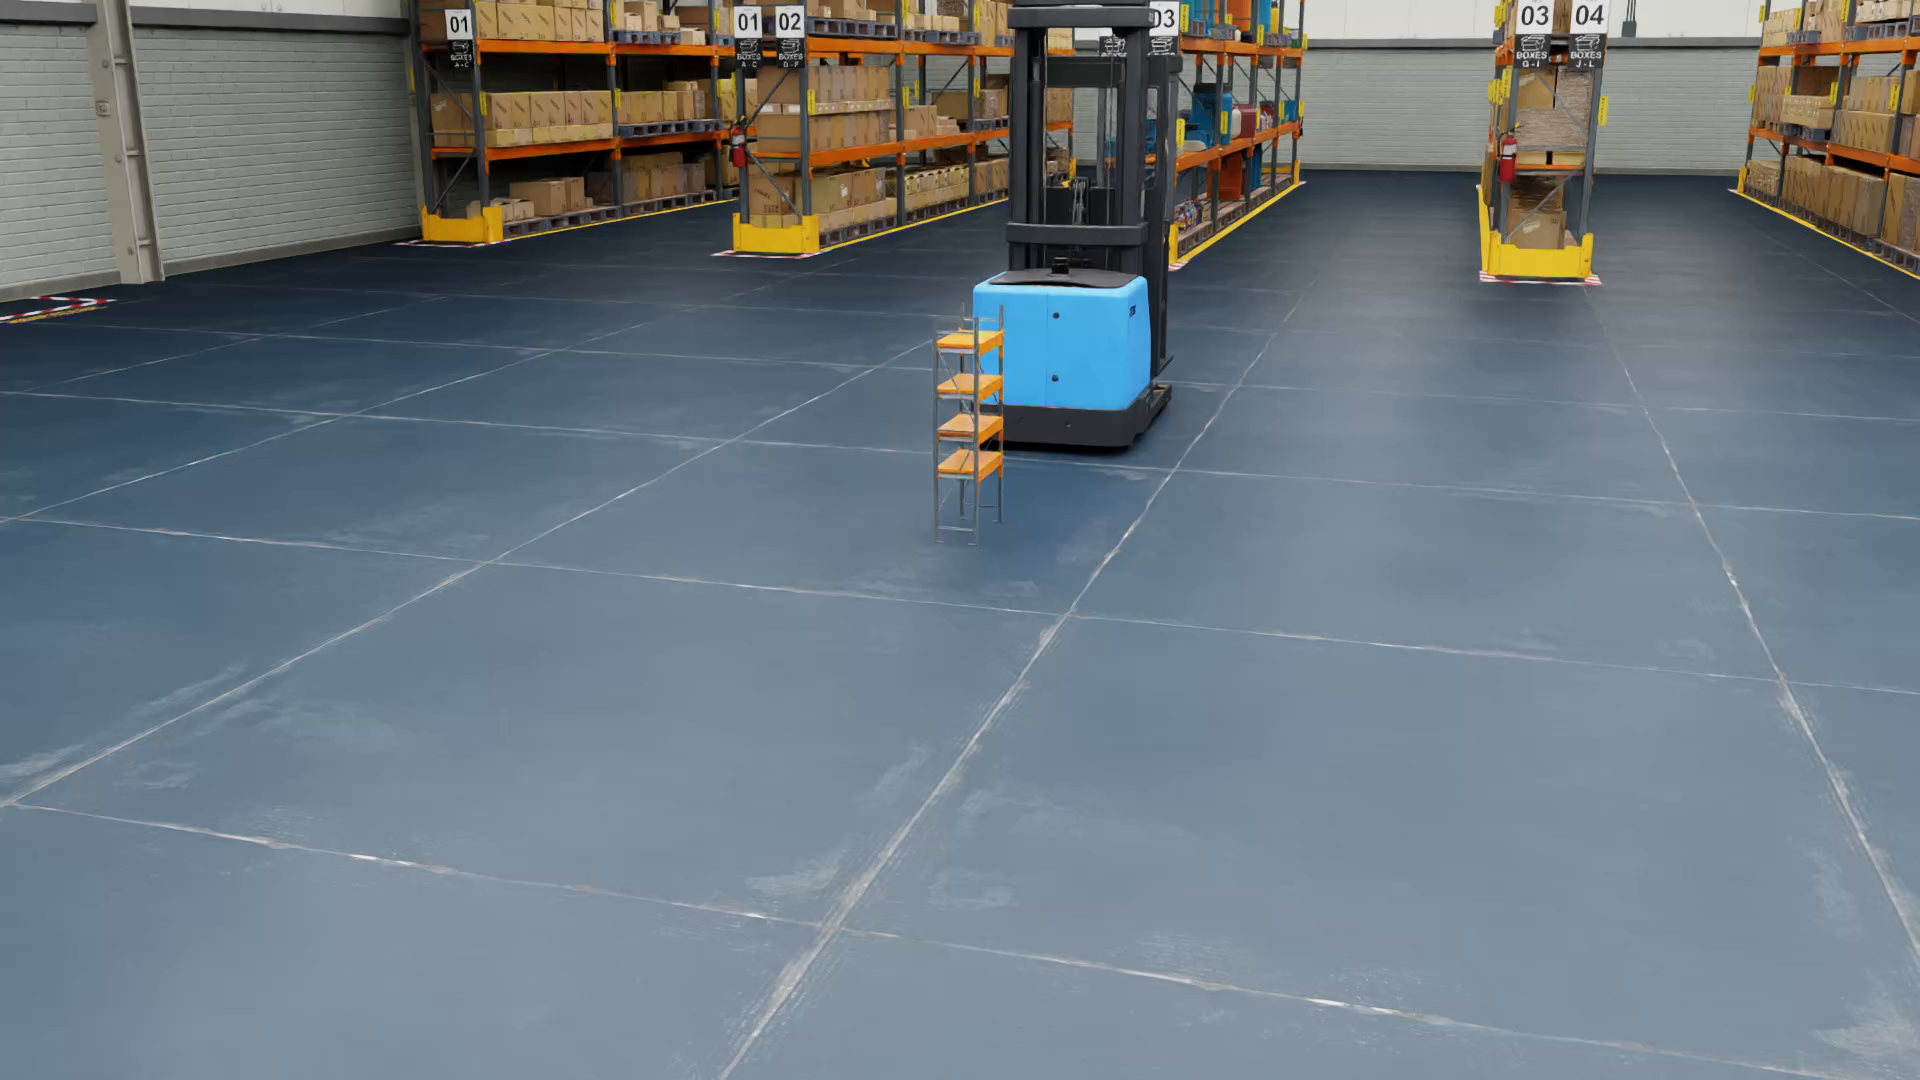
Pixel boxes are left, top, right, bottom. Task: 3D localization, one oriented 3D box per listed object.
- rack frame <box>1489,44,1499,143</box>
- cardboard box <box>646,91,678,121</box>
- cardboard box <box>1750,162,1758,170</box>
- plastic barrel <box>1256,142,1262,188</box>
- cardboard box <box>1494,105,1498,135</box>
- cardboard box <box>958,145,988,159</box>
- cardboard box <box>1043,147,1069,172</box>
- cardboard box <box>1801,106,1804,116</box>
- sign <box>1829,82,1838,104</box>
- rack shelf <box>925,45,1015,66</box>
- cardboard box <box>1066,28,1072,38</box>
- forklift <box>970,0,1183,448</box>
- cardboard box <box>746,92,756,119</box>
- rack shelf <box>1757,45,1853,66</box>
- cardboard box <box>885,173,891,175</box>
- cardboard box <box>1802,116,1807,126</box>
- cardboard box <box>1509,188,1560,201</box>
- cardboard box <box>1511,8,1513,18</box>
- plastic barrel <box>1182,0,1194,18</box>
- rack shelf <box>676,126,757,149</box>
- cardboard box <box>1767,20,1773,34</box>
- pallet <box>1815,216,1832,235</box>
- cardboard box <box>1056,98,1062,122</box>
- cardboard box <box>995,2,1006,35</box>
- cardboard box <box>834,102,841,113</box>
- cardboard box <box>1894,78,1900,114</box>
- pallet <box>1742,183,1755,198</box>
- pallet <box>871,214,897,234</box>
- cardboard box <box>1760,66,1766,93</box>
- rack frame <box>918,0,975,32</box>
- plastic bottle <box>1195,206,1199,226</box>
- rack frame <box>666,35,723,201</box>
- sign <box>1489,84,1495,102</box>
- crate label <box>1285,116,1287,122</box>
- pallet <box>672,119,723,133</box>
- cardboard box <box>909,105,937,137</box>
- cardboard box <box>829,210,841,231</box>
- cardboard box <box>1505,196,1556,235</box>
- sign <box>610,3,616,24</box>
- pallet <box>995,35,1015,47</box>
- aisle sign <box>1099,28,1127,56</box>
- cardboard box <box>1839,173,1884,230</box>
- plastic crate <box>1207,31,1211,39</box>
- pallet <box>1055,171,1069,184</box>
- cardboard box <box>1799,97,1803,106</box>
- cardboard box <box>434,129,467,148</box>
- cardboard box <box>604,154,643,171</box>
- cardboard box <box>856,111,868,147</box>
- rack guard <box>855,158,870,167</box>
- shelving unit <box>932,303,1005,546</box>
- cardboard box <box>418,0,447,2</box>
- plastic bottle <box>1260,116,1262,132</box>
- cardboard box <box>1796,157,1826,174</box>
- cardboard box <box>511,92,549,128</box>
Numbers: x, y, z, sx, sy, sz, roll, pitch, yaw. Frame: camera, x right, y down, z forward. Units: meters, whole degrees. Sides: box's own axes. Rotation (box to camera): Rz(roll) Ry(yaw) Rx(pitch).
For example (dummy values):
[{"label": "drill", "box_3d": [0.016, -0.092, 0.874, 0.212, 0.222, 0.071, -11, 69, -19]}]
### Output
[{"label": "rack frame", "box_3d": [11.533, -8.828, 34.458, 1.000, 3.000, 0.127, 5, 16, 16]}, {"label": "cardboard box", "box_3d": [-5.444, -7.696, 29.476, 0.700, 0.500, 0.500, 5, 16, 16]}, {"label": "cardboard box", "box_3d": [15.628, -7.286, 32.384, 0.380, 0.149, 0.250, 5, 16, 16]}, {"label": "plastic barrel", "box_3d": [5.477, -7.218, 31.854, 0.600, 0.901, 0.708, 5, 16, 16]}, {"label": "cardboard box", "box_3d": [9.454, -7.198, 28.526, 0.500, 0.500, 0.500, 4, 16, 14]}, {"label": "cardboard box", "box_3d": [0.244, -7.552, 32.357, 0.500, 0.250, 0.500, 5, 16, 16]}, {"label": "cardboard box", "box_3d": [2.118, -8.445, 36.882, 0.500, 0.500, 0.500, 5, 16, 16]}, {"label": "cardboard box", "box_3d": [14.055, -7.051, 27.337, 0.380, 0.149, 0.250, 5, 17, 17]}, {"label": "sign", "box_3d": [13.464, -6.883, 25.622, 0.100, 0.325, 0.005, 5, 16, 16]}, {"label": "rack shelf", "box_3d": [0.331, -9.125, 31.324, 1.077, 0.370, 4.000, 5, 16, 16]}, {"label": "cardboard box", "box_3d": [2.135, -11.055, 36.169, 0.500, 0.250, 0.500, 5, 16, 16]}, {"label": "forklift", "box_3d": [0.945, -2.367, 11.802, 1.130, 2.935, 3.031, 4, 16, 15]}, {"label": "cardboard box", "box_3d": [-4.304, -8.462, 32.401, 0.500, 0.500, 0.500, 5, 16, 16]}, {"label": "rack shelf", "box_3d": [15.692, -8.991, 30.853, 1.077, 0.370, 4.000, 5, 16, 16]}, {"label": "cardboard box", "box_3d": [-1.392, -5.872, 27.276, 0.500, 0.311, 0.500, 5, 17, 17]}, {"label": "cardboard box", "box_3d": [13.980, -6.838, 27.131, 0.380, 0.149, 0.250, 4, 16, 13]}, {"label": "cardboard box", "box_3d": [8.318, -4.857, 24.231, 0.700, 0.500, 0.500, 3, 16, 12]}, {"label": "cardboard box", "box_3d": [7.735, -7.191, 22.731, 0.380, 0.149, 0.250, 4, 16, 14]}, {"label": "plastic barrel", "box_3d": [2.989, -7.707, 23.320, 0.600, 0.901, 0.708, 5, 16, 16]}, {"label": "rack shelf", "box_3d": [-4.419, -8.065, 33.085, 1.077, 0.370, 4.000, 5, 16, 16]}, {"label": "cardboard box", "box_3d": [15.739, -9.797, 31.736, 0.500, 0.250, 0.500, 4, 16, 15]}, {"label": "pallet", "box_3d": [13.690, -4.782, 25.304, 1.003, 0.211, 1.213, 5, 16, 16]}, {"label": "cardboard box", "box_3d": [1.879, -9.241, 35.730, 0.500, 0.500, 0.500, 5, 17, 16]}, {"label": "cardboard box", "box_3d": [0.518, -9.990, 31.919, 0.600, 0.600, 0.600, 4, 16, 15]}, {"label": "cardboard box", "box_3d": [-1.901, -6.128, 23.565, 0.380, 0.149, 0.250, 4, 16, 14]}, {"label": "cardboard box", "box_3d": [12.985, -5.937, 22.250, 0.700, 0.500, 0.500, 4, 16, 15]}, {"label": "pallet", "box_3d": [15.974, -6.846, 32.579, 1.003, 0.211, 1.213, 5, 16, 16]}, {"label": "pallet", "box_3d": [-1.640, -4.912, 25.760, 1.003, 0.211, 1.213, 5, 16, 16]}, {"label": "cardboard box", "box_3d": [15.741, -8.860, 32.009, 0.500, 0.500, 0.500, 5, 17, 17]}, {"label": "rack frame", "box_3d": [-0.237, -10.391, 28.972, 1.000, 3.000, 0.127, 5, 16, 16]}, {"label": "plastic bottle", "box_3d": [3.407, -4.691, 24.043, 0.061, 0.283, 0.133, 6, 17, 20]}, {"label": "rack frame", "box_3d": [-4.988, -7.888, 31.142, 1.000, 3.000, 0.127, 5, 16, 16]}, {"label": "sign", "box_3d": [9.864, -8.279, 30.790, 0.100, 0.325, 0.005, 5, 16, 16]}, {"label": "crate label", "box_3d": [6.574, -8.738, 34.511, 0.396, 0.136, 0.243, 5, 16, 16]}, {"label": "pallet", "box_3d": [-5.088, -7.601, 30.481, 1.213, 0.211, 1.003, 5, 16, 16]}, {"label": "cardboard box", "box_3d": [-0.698, -7.112, 28.225, 0.500, 0.500, 0.500, 4, 16, 13]}, {"label": "cardboard box", "box_3d": [-2.006, -4.545, 23.626, 0.500, 0.250, 0.500, 5, 16, 16]}, {"label": "cardboard box", "box_3d": [7.815, -4.436, 22.785, 0.500, 0.500, 0.500, 11, 19, 33]}, {"label": "sign", "box_3d": [-5.602, -8.493, 26.831, 0.100, 0.325, 0.005, 5, 16, 16]}, {"label": "pallet", "box_3d": [0.355, -9.467, 31.557, 1.213, 0.211, 1.003, 5, 16, 16]}, {"label": "aisle sign", "box_3d": [1.932, -6.281, 20.714, 0.394, 0.787, 0.004, 5, 16, 16]}, {"label": "cardboard box", "box_3d": [13.218, -4.819, 23.676, 1.050, 0.750, 0.750, 5, 16, 16]}, {"label": "plastic crate", "box_3d": [3.306, -6.938, 22.779, 0.243, 0.136, 0.396, 5, 16, 16]}, {"label": "pallet", "box_3d": [1.789, -8.027, 36.745, 1.003, 0.211, 1.213, 5, 16, 16]}, {"label": "cardboard box", "box_3d": [14.131, -7.262, 27.535, 0.380, 0.149, 0.250, 5, 17, 18]}, {"label": "cardboard box", "box_3d": [-7.314, -5.870, 24.264, 0.500, 0.250, 0.500, 5, 17, 17]}, {"label": "cardboard box", "box_3d": [-5.809, -6.520, 28.721, 0.500, 0.250, 0.500, 4, 16, 15]}, {"label": "cardboard box", "box_3d": [-1.784, -6.120, 24.727, 0.700, 0.500, 0.500, 5, 17, 17]}, {"label": "rack guard", "box_3d": [-2.707, -8.784, 38.884, 1.175, 0.500, 0.348, 5, 16, 16]}, {"label": "shelving unit", "box_3d": [0.047, -0.621, 8.818, 0.258, 1.200, 0.503, 5, 16, 16]}, {"label": "cardboard box", "box_3d": [-7.389, -7.910, 23.670, 0.500, 0.500, 0.500, 5, 17, 18]}, {"label": "plastic bottle", "box_3d": [5.472, -7.594, 30.320, 0.061, 0.283, 0.133, 5, 16, 16]}, {"label": "cardboard box", "box_3d": [14.362, -6.286, 27.930, 0.500, 0.250, 0.500, 5, 17, 18]}, {"label": "cardboard box", "box_3d": [-6.534, -6.458, 24.964, 0.500, 0.500, 0.500, 4, 16, 14]}]
